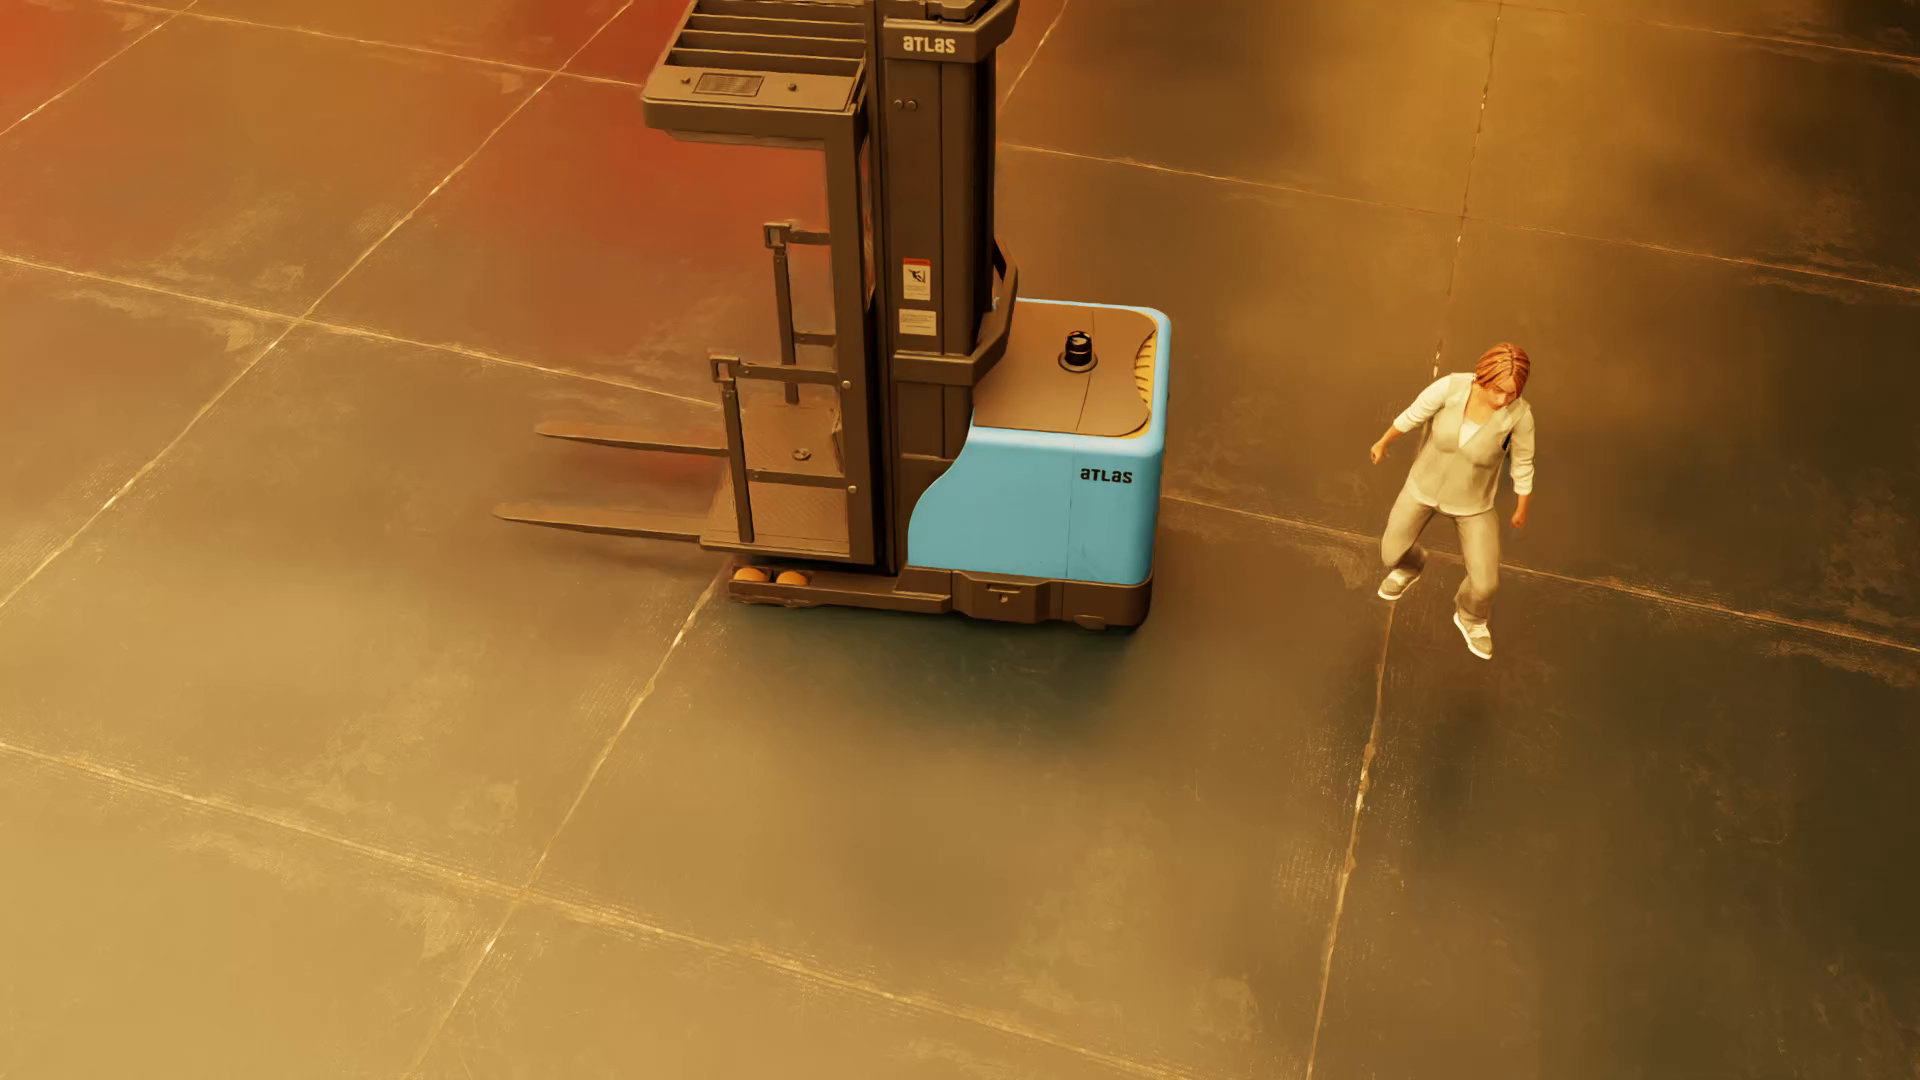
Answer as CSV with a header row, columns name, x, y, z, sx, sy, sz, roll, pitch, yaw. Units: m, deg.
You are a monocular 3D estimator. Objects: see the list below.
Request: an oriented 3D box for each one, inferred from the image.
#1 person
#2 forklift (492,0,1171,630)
name,x,y,z,sx,sy,sz,roll,pitch,yaw
person,1.977,-0.230,6.675,0.722,1.499,0.438,25,48,24
forklift,-0.610,-1.120,6.893,3.031,2.935,1.130,5,43,5
